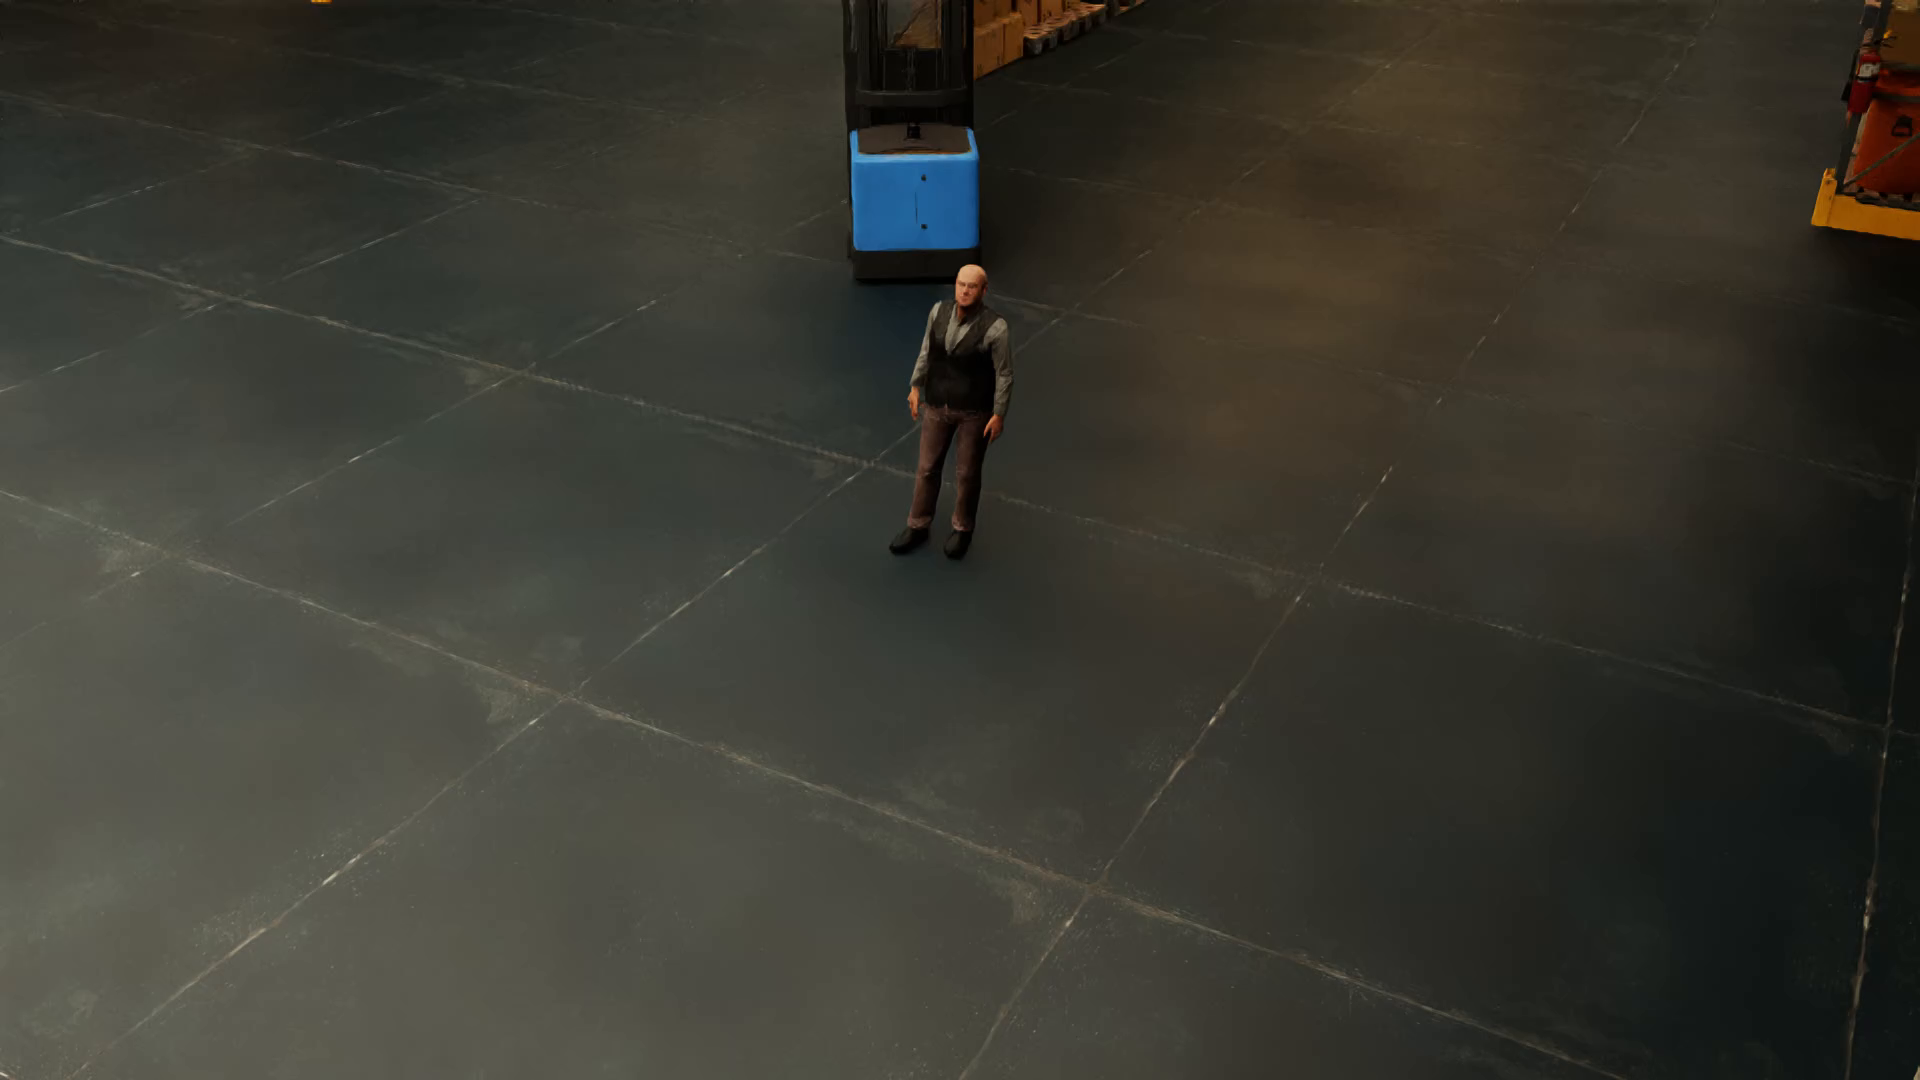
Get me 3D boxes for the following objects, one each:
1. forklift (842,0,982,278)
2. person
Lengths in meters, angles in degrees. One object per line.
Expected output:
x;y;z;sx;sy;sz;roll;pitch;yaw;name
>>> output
-0.445;-4.107;14.186;1.130;2.935;3.031;-2;30;-3;forklift
-0.037;-0.726;9.525;0.632;1.720;0.567;15;33;25;person
